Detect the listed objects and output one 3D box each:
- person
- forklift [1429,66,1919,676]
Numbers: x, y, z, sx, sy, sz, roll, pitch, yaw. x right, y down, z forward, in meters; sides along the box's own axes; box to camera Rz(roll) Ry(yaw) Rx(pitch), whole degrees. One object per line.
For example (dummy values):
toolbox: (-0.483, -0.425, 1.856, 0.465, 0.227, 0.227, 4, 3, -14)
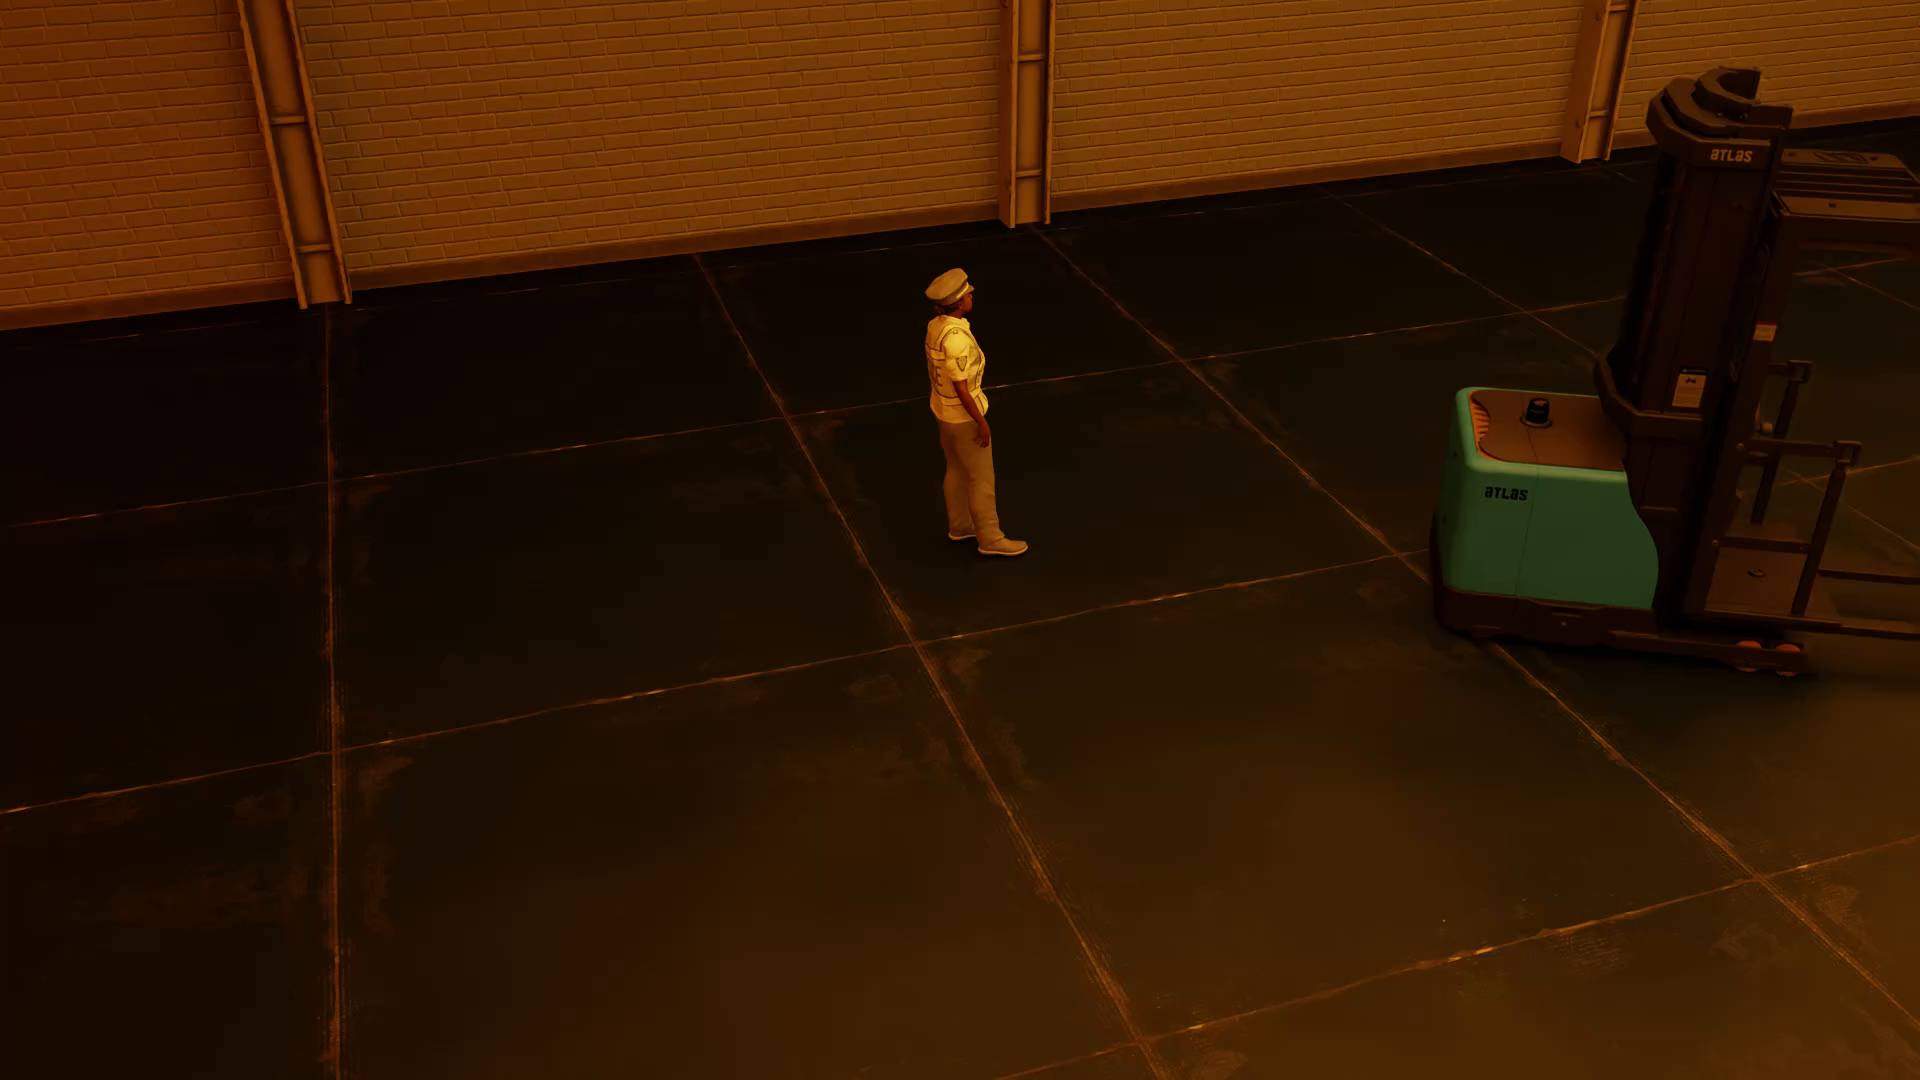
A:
person: (0.077, -0.743, 9.604, 0.530, 1.694, 0.569, -10, 31, -16)
forklift: (4.184, -0.842, 8.550, 3.031, 2.935, 1.130, 6, 30, 10)
